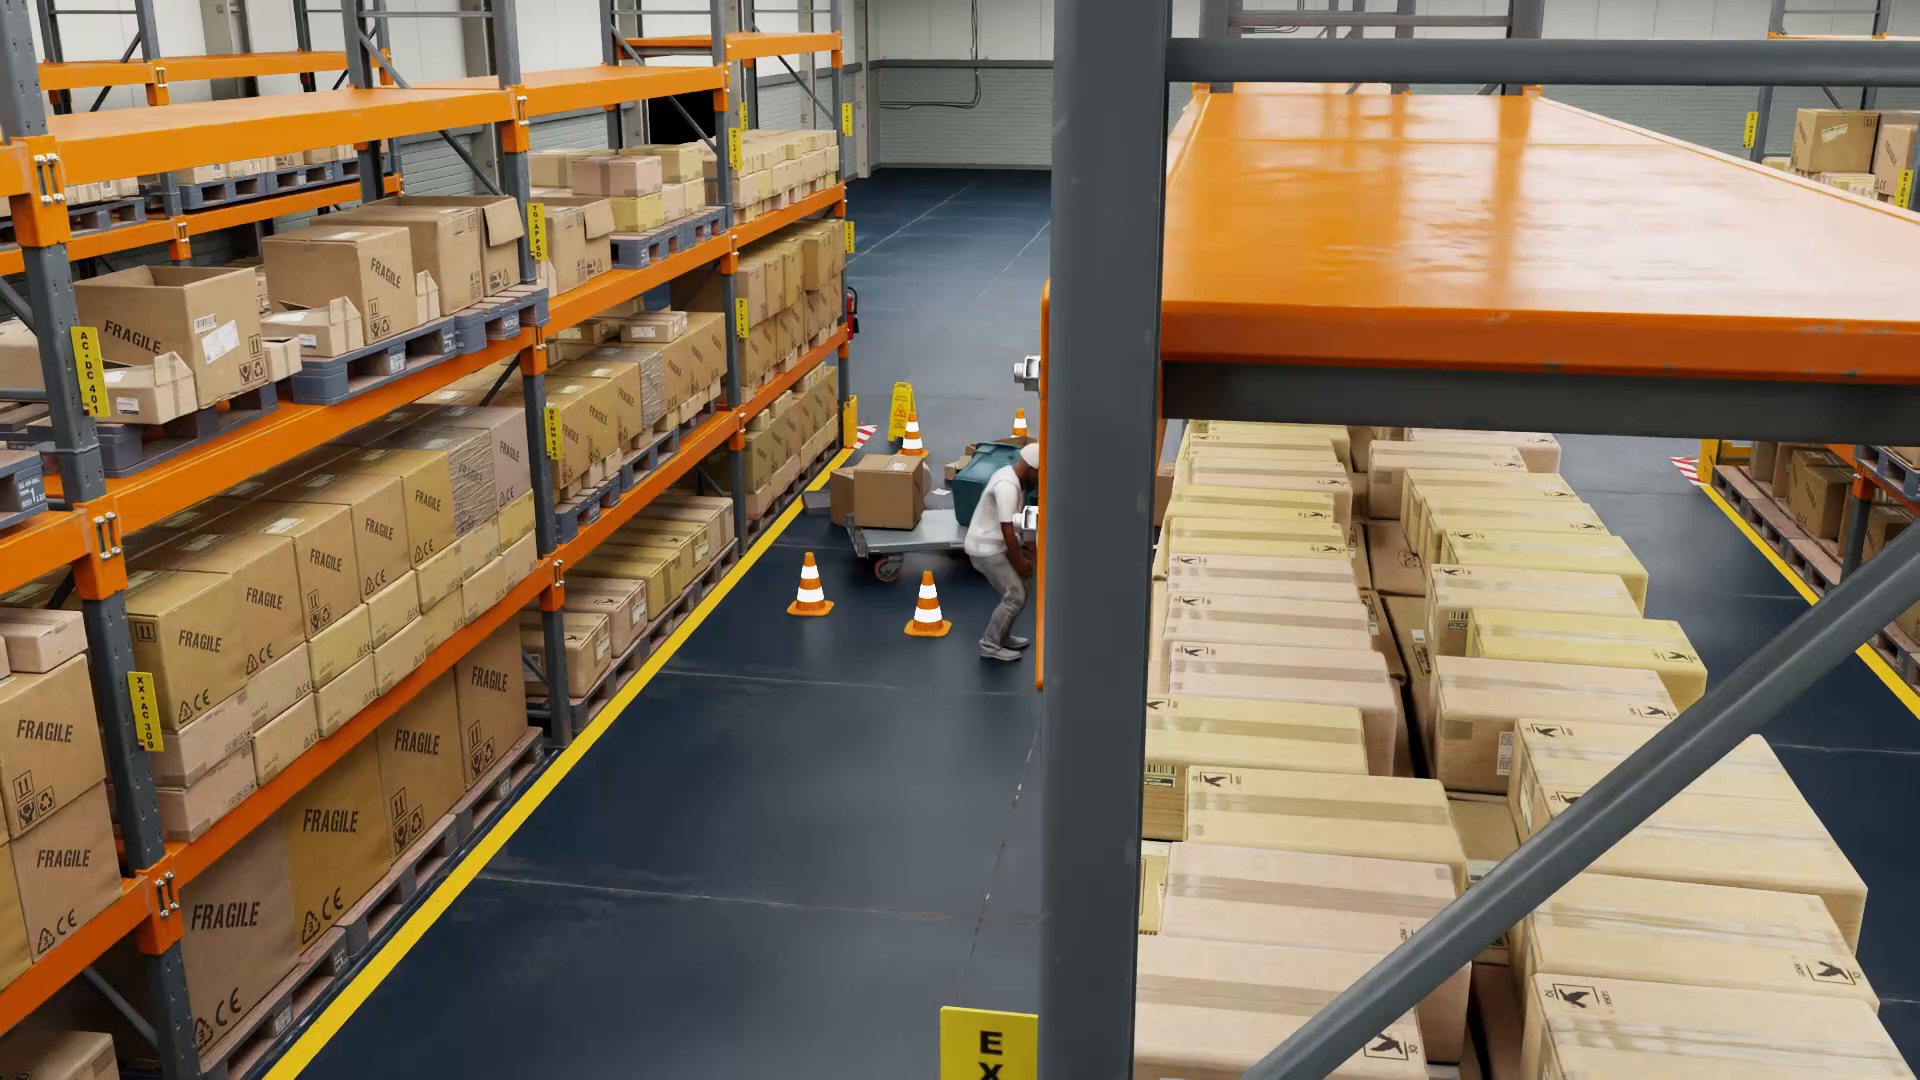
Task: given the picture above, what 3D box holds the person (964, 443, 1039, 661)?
[{"bbox_3d":[0.355,0.060,12.116,0.622,1.591,0.620,3,18,9],"label":"person"}]
